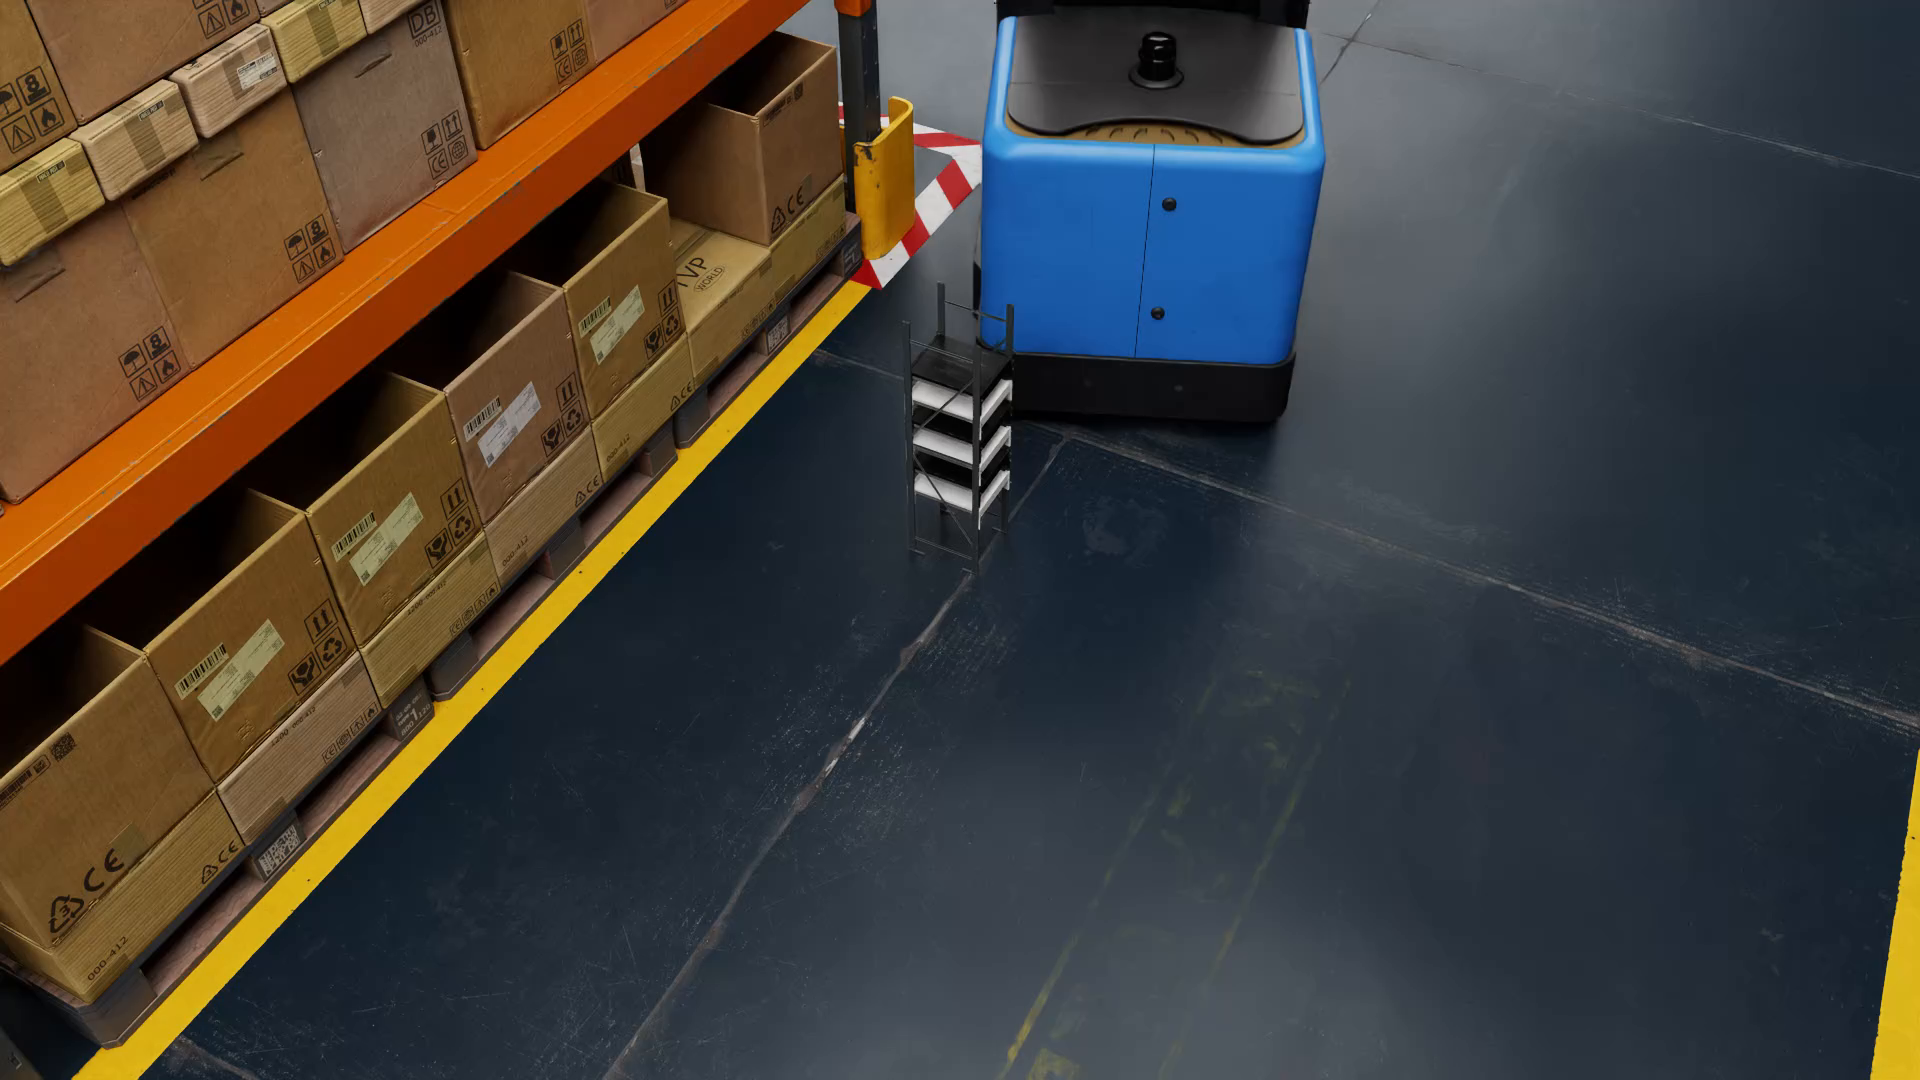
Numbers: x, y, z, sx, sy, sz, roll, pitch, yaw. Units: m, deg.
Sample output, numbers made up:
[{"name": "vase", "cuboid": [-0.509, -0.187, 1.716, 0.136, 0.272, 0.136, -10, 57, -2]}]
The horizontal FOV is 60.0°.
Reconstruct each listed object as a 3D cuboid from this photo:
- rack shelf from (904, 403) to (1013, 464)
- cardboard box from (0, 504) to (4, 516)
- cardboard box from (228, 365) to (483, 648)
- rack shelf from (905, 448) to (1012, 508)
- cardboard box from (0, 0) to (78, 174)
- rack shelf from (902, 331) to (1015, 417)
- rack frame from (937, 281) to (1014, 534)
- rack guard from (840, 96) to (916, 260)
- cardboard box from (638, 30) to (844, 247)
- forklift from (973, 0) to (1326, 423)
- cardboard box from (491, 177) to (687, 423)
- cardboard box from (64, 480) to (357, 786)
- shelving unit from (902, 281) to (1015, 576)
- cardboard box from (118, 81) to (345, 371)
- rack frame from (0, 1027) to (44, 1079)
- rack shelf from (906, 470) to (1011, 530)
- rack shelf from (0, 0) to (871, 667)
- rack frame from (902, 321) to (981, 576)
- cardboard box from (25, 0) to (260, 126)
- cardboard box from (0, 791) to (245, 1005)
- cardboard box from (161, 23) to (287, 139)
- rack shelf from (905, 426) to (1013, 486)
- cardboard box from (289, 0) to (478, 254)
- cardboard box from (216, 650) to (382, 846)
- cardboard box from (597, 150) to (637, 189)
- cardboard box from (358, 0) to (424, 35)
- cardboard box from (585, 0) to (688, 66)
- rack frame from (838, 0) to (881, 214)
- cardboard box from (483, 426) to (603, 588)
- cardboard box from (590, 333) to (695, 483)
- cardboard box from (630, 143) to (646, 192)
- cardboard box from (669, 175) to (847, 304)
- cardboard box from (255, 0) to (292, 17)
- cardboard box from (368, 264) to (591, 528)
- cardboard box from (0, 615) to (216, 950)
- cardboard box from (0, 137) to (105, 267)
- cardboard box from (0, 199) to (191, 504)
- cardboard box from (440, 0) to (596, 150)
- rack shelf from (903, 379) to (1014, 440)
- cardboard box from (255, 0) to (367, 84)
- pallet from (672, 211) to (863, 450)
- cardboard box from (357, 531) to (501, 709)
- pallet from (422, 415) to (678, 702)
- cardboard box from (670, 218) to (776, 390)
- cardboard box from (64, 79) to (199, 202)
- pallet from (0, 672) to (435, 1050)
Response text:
[{"name": "rack shelf", "cuboid": [-0.004, -0.351, 4.885, 0.258, 0.077, 0.200, 20, 49, 19]}, {"name": "cardboard box", "cuboid": [-2.415, -0.181, 3.250, 0.700, 0.500, 0.500, 19, 48, 18]}, {"name": "cardboard box", "cuboid": [-1.659, -0.128, 4.378, 0.500, 0.500, 0.500, 20, 49, 19]}, {"name": "rack shelf", "cuboid": [-0.004, -0.225, 5.013, 0.258, 0.077, 0.200, 20, 49, 19]}, {"name": "cardboard box", "cuboid": [-2.182, -0.956, 3.104, 0.700, 0.500, 0.500, 20, 49, 19]}, {"name": "rack shelf", "cuboid": [-0.004, -0.478, 4.757, 0.258, 0.077, 0.200, 20, 49, 19]}, {"name": "rack frame", "cuboid": [0.043, -0.375, 4.988, 0.240, 0.900, 0.006, 20, 49, 19]}, {"name": "rack guard", "cuboid": [-0.748, -1.521, 6.402, 1.175, 0.500, 0.348, 20, 49, 19]}, {"name": "cardboard box", "cuboid": [-0.744, -1.393, 5.629, 0.500, 0.500, 0.500, 20, 49, 19]}, {"name": "forklift", "cuboid": [0.695, -2.467, 5.627, 1.130, 2.935, 3.031, 3, 45, 3]}, {"name": "cardboard box", "cuboid": [-1.196, -0.758, 5.001, 0.500, 0.500, 0.500, 20, 49, 19]}, {"name": "cardboard box", "cuboid": [-1.898, 0.184, 4.070, 0.500, 0.500, 0.500, 20, 49, 19]}, {"name": "shelving unit", "cuboid": [-0.004, -0.311, 4.925, 0.258, 0.900, 0.210, 20, 49, 19]}, {"name": "cardboard box", "cuboid": [-1.940, -0.831, 3.892, 0.700, 0.500, 0.500, 21, 49, 20]}, {"name": "rack frame", "cuboid": [-2.613, 0.136, 3.006, 0.949, 2.616, 0.053, 20, 49, 19]}, {"name": "rack shelf", "cuboid": [-0.004, -0.161, 5.077, 0.258, 0.077, 0.200, 20, 49, 19]}, {"name": "rack shelf", "cuboid": [-1.687, -0.872, 4.508, 1.077, 0.370, 4.000, 20, 49, 19]}, {"name": "rack frame", "cuboid": [-0.051, -0.247, 4.862, 0.240, 0.900, 0.006, 20, 49, 19]}, {"name": "cardboard box", "cuboid": [-1.949, -1.272, 3.415, 0.700, 0.500, 0.500, 20, 49, 19]}, {"name": "cardboard box", "cuboid": [-2.132, 0.762, 4.026, 0.500, 0.250, 0.500, 20, 49, 19]}, {"name": "cardboard box", "cuboid": [-1.725, -1.046, 3.649, 0.380, 0.149, 0.250, 19, 48, 18]}, {"name": "rack shelf", "cuboid": [-0.004, -0.288, 4.949, 0.258, 0.077, 0.200, 20, 49, 19]}, {"name": "cardboard box", "cuboid": [-1.703, -1.154, 4.211, 0.700, 0.500, 0.500, 22, 49, 20]}, {"name": "cardboard box", "cuboid": [-1.895, 0.449, 4.335, 0.500, 0.250, 0.500, 20, 49, 19]}, {"name": "cardboard box", "cuboid": [-1.435, -1.249, 5.486, 0.500, 0.500, 0.500, 20, 49, 19]}, {"name": "cardboard box", "cuboid": [-1.486, -1.366, 3.965, 0.380, 0.149, 0.250, 20, 49, 19]}, {"name": "cardboard box", "cuboid": [-1.227, -1.797, 4.847, 0.700, 0.500, 0.500, 22, 49, 20]}, {"name": "rack frame", "cuboid": [-0.759, -2.385, 5.498, 1.000, 3.000, 0.127, 20, 49, 19]}, {"name": "cardboard box", "cuboid": [-1.432, -0.181, 4.958, 0.500, 0.250, 0.500, 20, 49, 19]}, {"name": "cardboard box", "cuboid": [-1.198, -0.496, 5.269, 0.500, 0.250, 0.500, 20, 49, 19]}, {"name": "cardboard box", "cuboid": [-1.205, -1.301, 6.065, 0.500, 0.250, 0.500, 20, 49, 19]}, {"name": "cardboard box", "cuboid": [-0.746, -1.130, 5.896, 0.500, 0.250, 0.500, 20, 49, 19]}, {"name": "cardboard box", "cuboid": [-1.717, -1.586, 3.726, 0.700, 0.500, 0.500, 20, 49, 19]}, {"name": "cardboard box", "cuboid": [-1.429, -0.444, 4.690, 0.500, 0.500, 0.500, 20, 49, 19]}, {"name": "cardboard box", "cuboid": [-2.123, 0.502, 3.756, 0.500, 0.500, 0.500, 20, 49, 19]}, {"name": "cardboard box", "cuboid": [-1.964, -0.720, 3.326, 0.380, 0.149, 0.250, 20, 49, 19]}, {"name": "cardboard box", "cuboid": [-2.176, -0.516, 3.581, 0.700, 0.500, 0.500, 20, 49, 19]}, {"name": "cardboard box", "cuboid": [-1.462, -1.487, 4.540, 0.700, 0.500, 0.500, 21, 49, 19]}, {"name": "rack shelf", "cuboid": [-0.004, -0.414, 4.821, 0.258, 0.077, 0.200, 20, 49, 19]}, {"name": "cardboard box", "cuboid": [-1.604, -1.210, 3.811, 0.380, 0.149, 0.250, 20, 49, 19]}, {"name": "pallet", "cuboid": [-1.077, -0.909, 6.000, 1.003, 0.211, 1.213, 20, 49, 19]}, {"name": "cardboard box", "cuboid": [-1.659, 0.136, 4.645, 0.500, 0.250, 0.500, 20, 49, 19]}, {"name": "pallet", "cuboid": [-1.644, -0.143, 5.243, 1.003, 0.211, 1.213, 20, 49, 19]}, {"name": "cardboard box", "cuboid": [-0.968, -0.811, 5.581, 0.500, 0.250, 0.500, 20, 49, 19]}, {"name": "cardboard box", "cuboid": [-1.846, -0.877, 3.482, 0.380, 0.149, 0.250, 19, 48, 18]}, {"name": "pallet", "cuboid": [-2.210, 0.628, 4.481, 1.003, 0.211, 1.213, 20, 49, 19]}]
